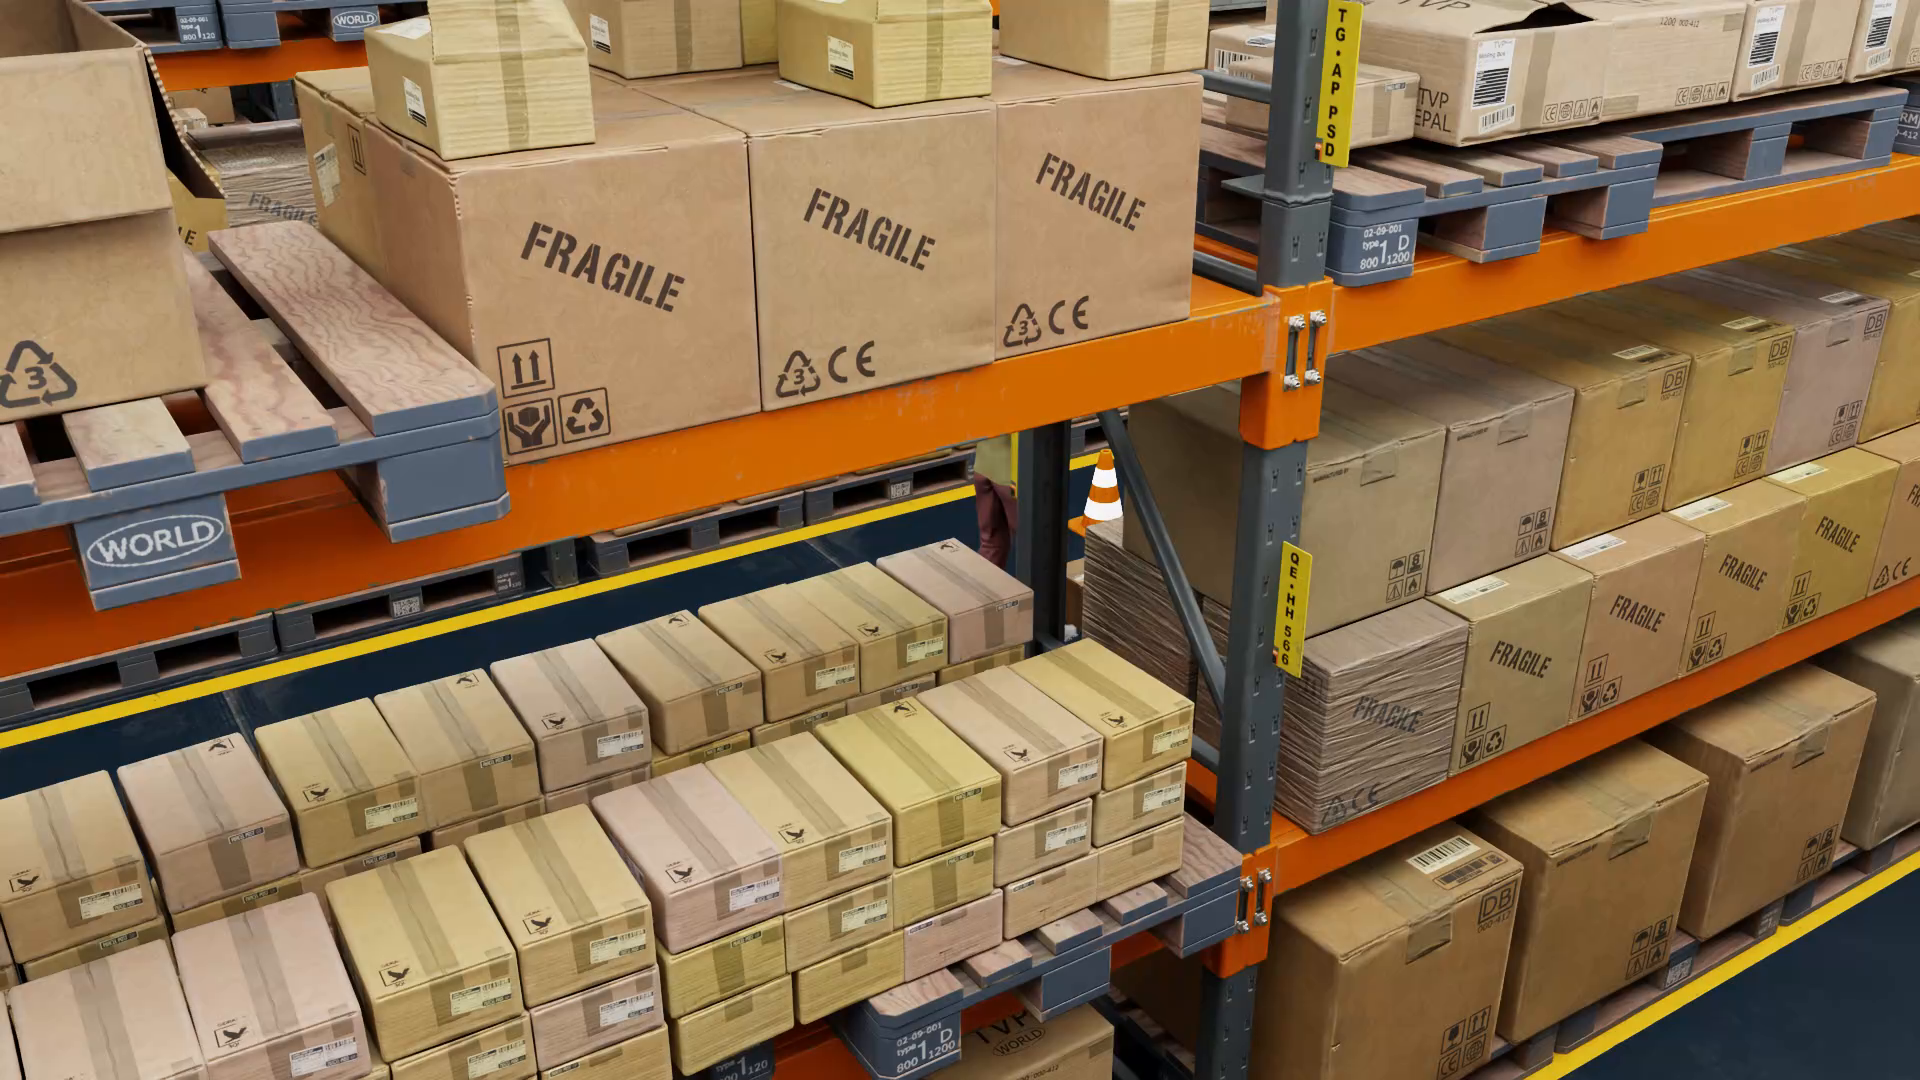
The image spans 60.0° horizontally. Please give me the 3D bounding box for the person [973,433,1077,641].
[{"bbox_3d":[0.274,-0.285,7.718,0.539,1.691,0.497,-19,31,-34],"label":"person"}]
